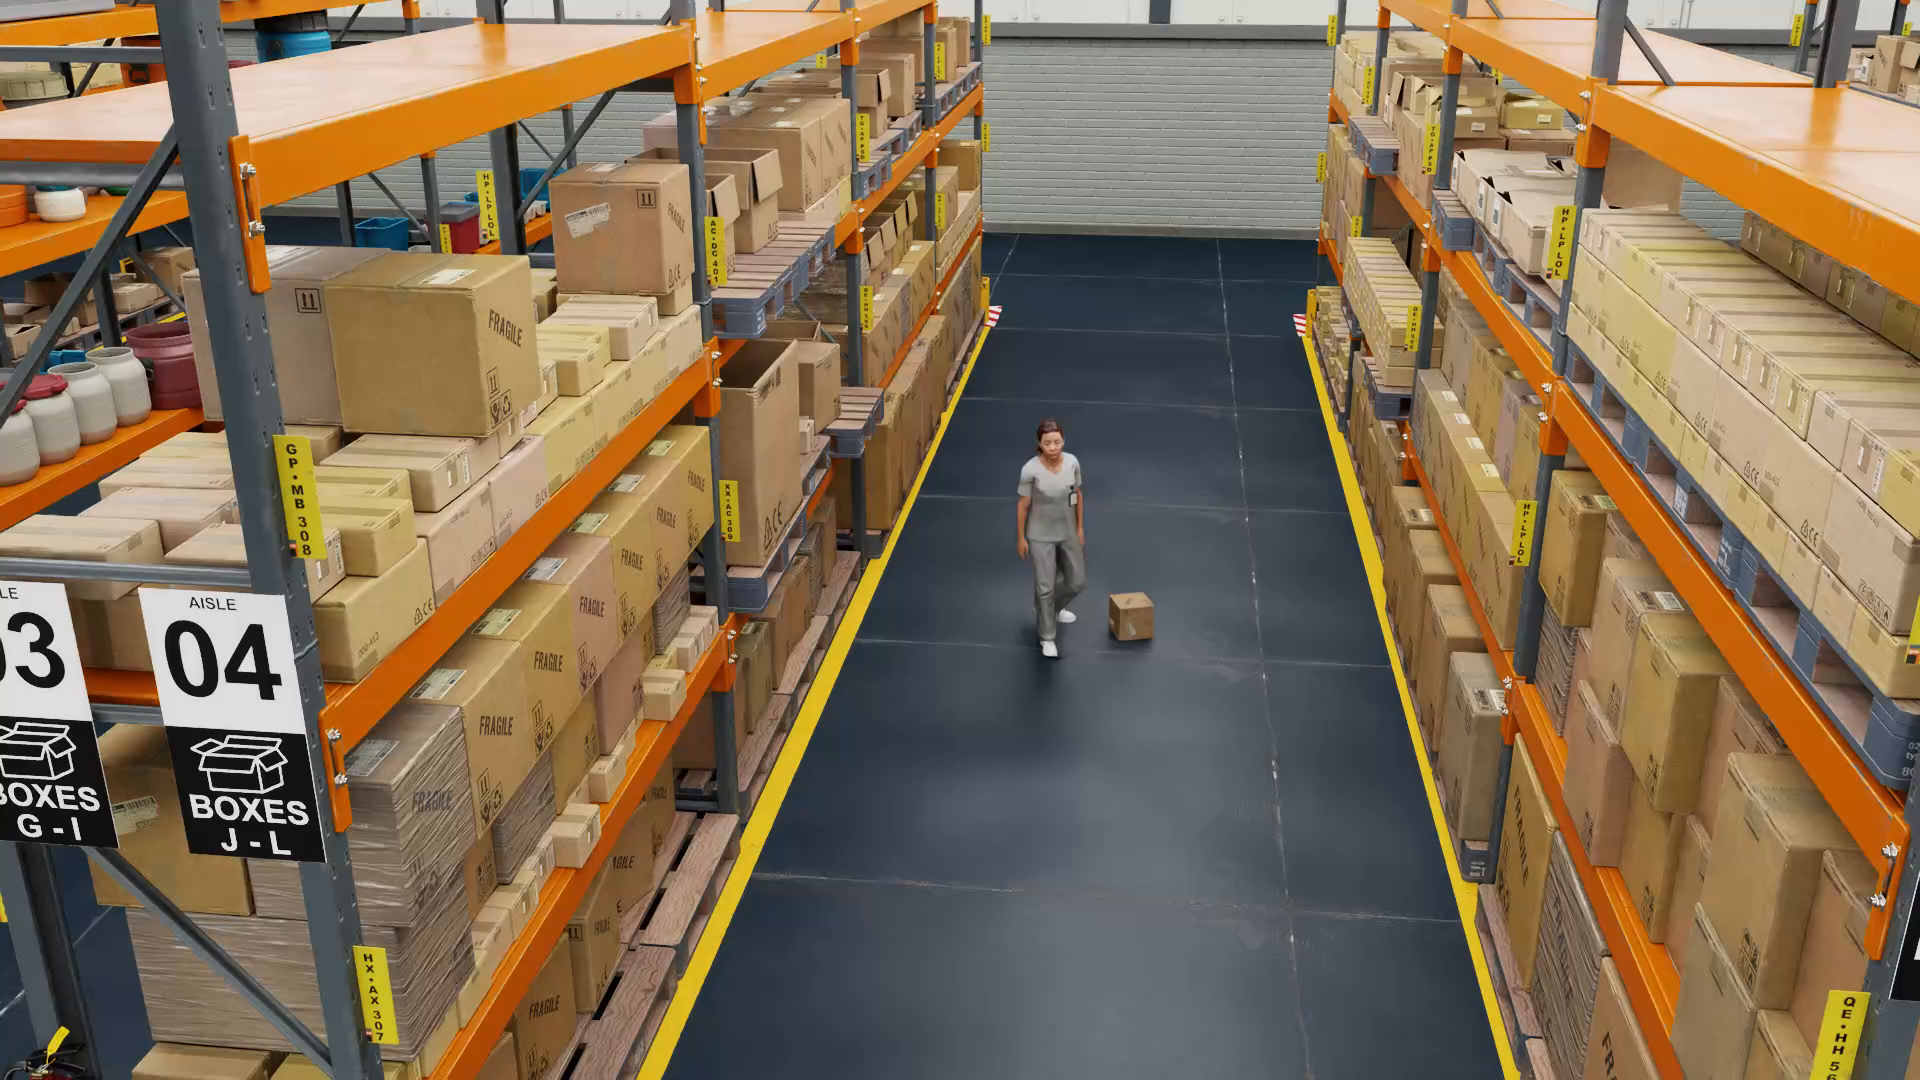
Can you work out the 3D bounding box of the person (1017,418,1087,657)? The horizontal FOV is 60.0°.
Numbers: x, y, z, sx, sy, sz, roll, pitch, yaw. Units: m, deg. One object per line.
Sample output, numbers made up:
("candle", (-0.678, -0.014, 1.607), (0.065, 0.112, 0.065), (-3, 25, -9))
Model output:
("person", (0.602, -0.055, 11.233), (0.523, 1.666, 0.530), (-8, 23, -20))
